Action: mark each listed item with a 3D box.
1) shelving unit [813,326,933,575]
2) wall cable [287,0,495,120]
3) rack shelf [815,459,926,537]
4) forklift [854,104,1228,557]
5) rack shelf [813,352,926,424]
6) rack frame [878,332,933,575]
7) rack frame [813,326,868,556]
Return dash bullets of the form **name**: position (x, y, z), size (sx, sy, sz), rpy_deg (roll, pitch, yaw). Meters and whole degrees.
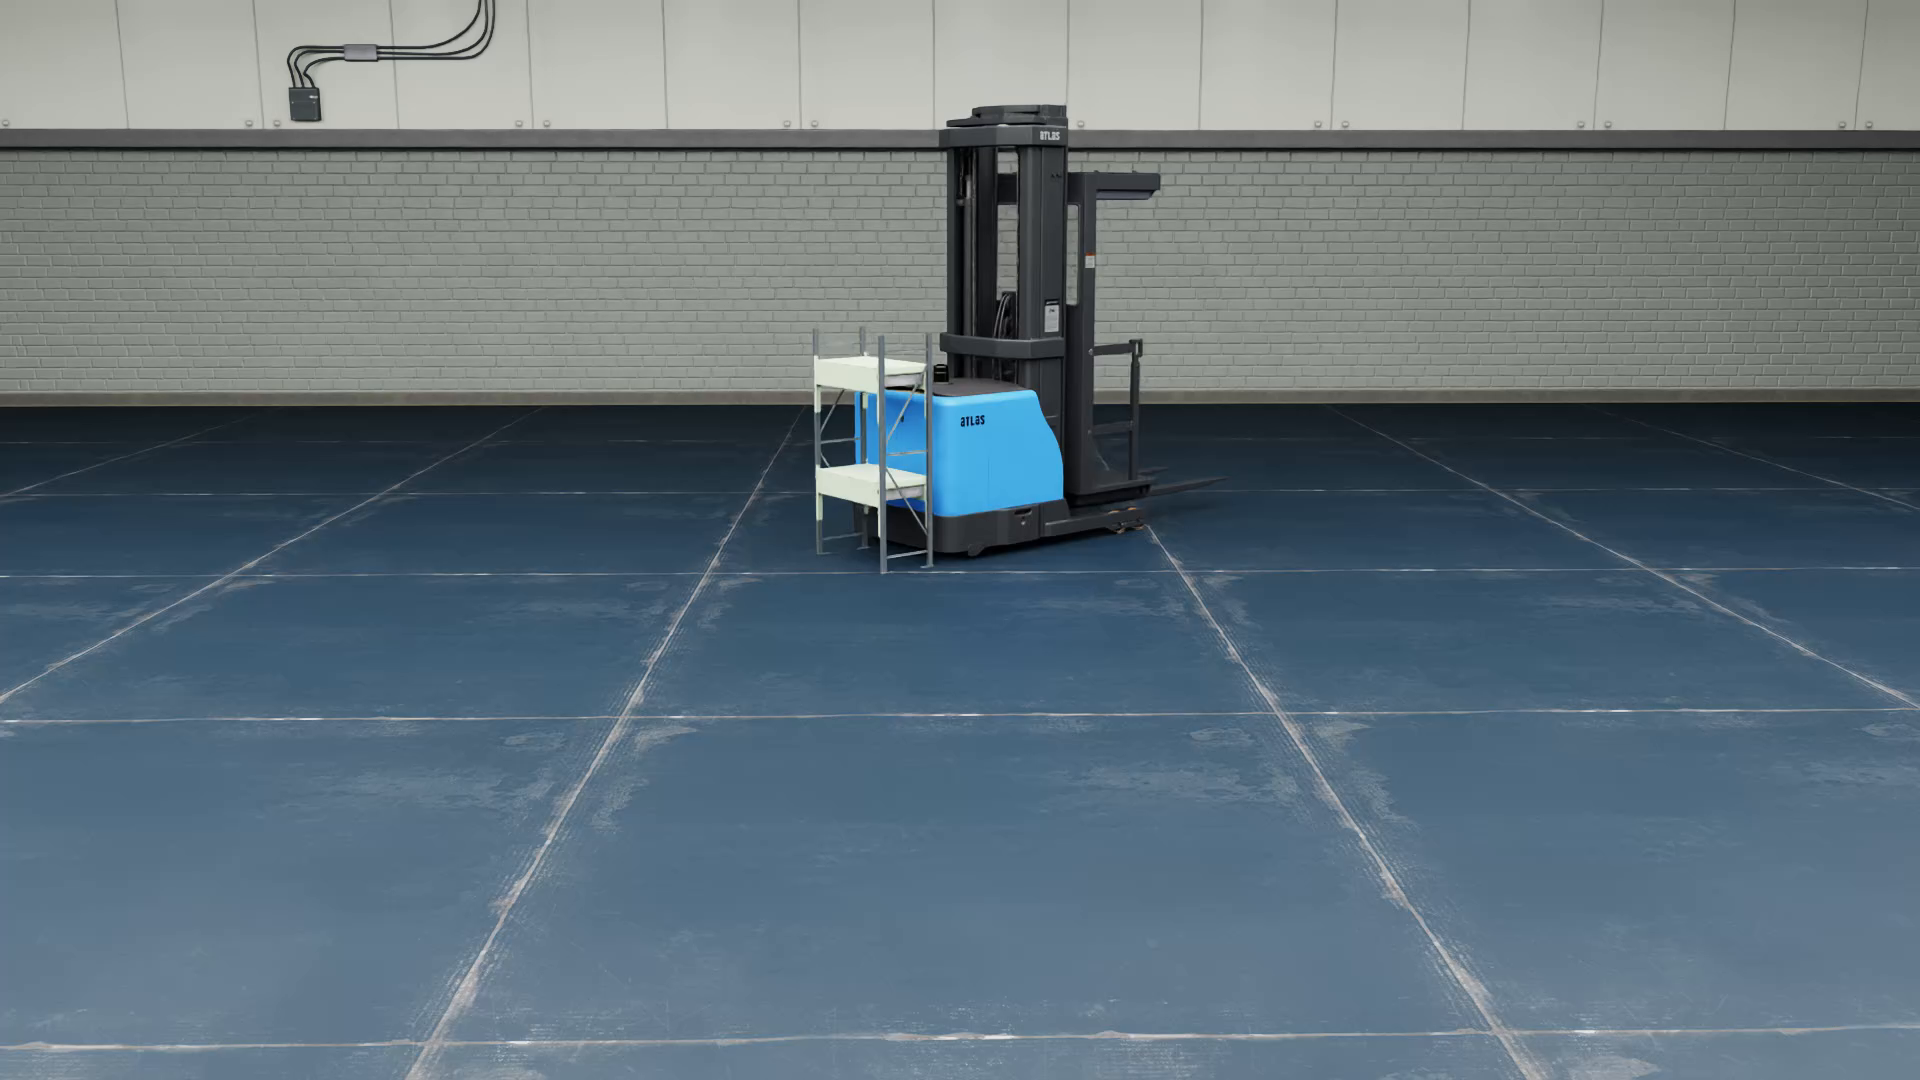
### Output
- **shelving unit**: position (-0.565, -0.600, 10.742), size (0.431, 1.500, 0.755), rpy_deg (-9, 14, -37)
- **wall cable**: position (-6.287, -7.622, 17.943), size (2.305, 6.003, 0.169), rpy_deg (0, 11, -1)
- **rack shelf**: position (-0.565, -0.280, 10.807), size (0.431, 0.370, 0.720), rpy_deg (-9, 14, -37)
- **forklift**: position (0.708, -1.549, 11.822), size (3.031, 2.935, 1.130), rpy_deg (-10, 15, -40)
- **rack shelf**: position (-0.565, -0.982, 10.664), size (0.431, 0.370, 0.720), rpy_deg (-9, 14, -37)
- **rack frame**: position (-0.339, -0.542, 10.460), size (0.400, 1.500, 0.023), rpy_deg (-9, 14, -37)
- **rack frame**: position (-0.790, -0.657, 11.025), size (0.400, 1.500, 0.023), rpy_deg (-9, 14, -37)
